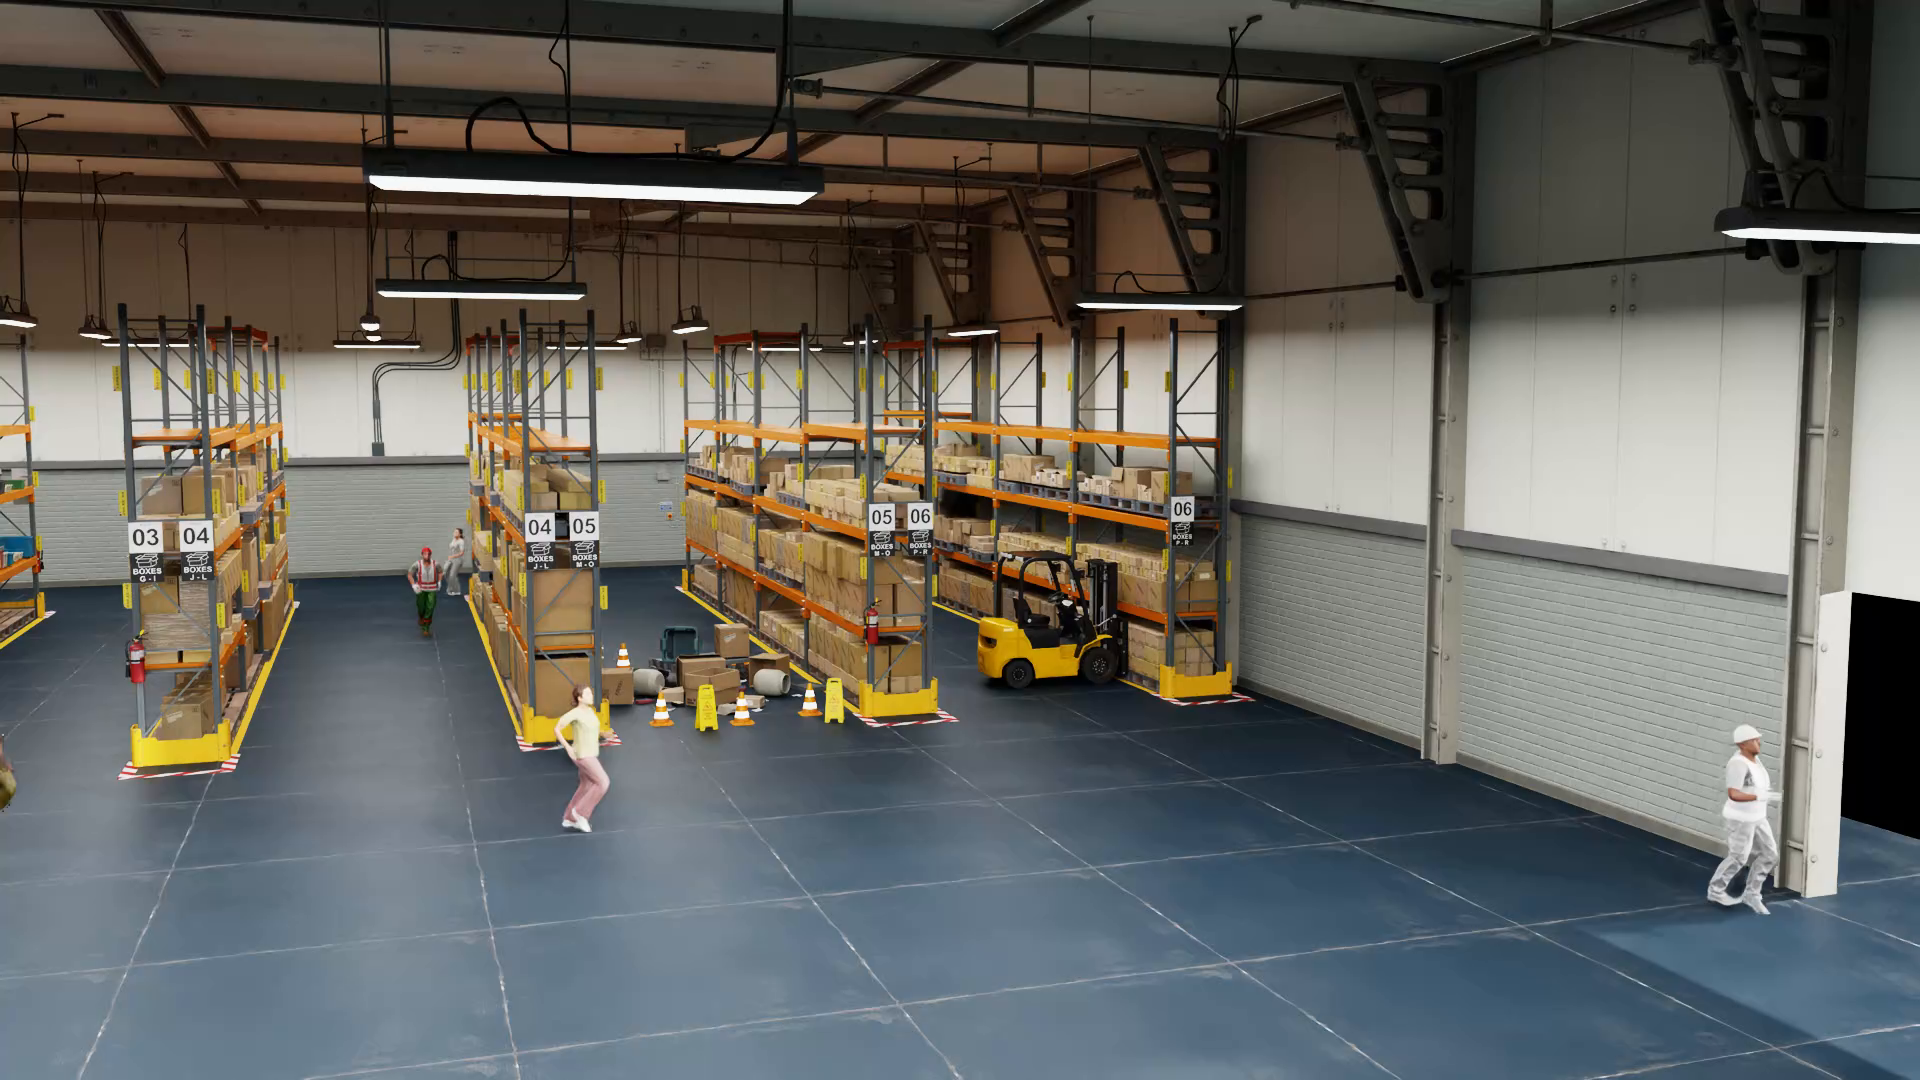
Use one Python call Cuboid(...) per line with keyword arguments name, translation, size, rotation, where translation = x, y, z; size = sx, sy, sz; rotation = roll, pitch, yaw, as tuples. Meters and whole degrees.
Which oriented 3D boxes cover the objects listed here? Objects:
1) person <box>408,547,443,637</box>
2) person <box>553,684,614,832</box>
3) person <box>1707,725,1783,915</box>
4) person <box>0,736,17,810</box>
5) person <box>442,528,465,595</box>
Cuboid(name="person", translation=(-10.603, 1.008, 33.044), size=(0.683, 1.755, 0.766), rotation=(-3, 6, -26))
Cuboid(name="person", translation=(-4.147, 2.414, 18.490), size=(0.634, 1.640, 0.550), rotation=(1, 6, 12))
Cuboid(name="person", translation=(7.418, 2.653, 15.652), size=(0.673, 1.836, 0.668), rotation=(-5, 8, -44))
Cuboid(name="person", translation=(-10.668, 2.455, 18.140), size=(0.660, 1.655, 0.722), rotation=(2, 6, 15))
Cuboid(name="person", translation=(-11.825, 0.509, 38.842), size=(0.583, 1.602, 0.570), rotation=(4, 7, 34))
